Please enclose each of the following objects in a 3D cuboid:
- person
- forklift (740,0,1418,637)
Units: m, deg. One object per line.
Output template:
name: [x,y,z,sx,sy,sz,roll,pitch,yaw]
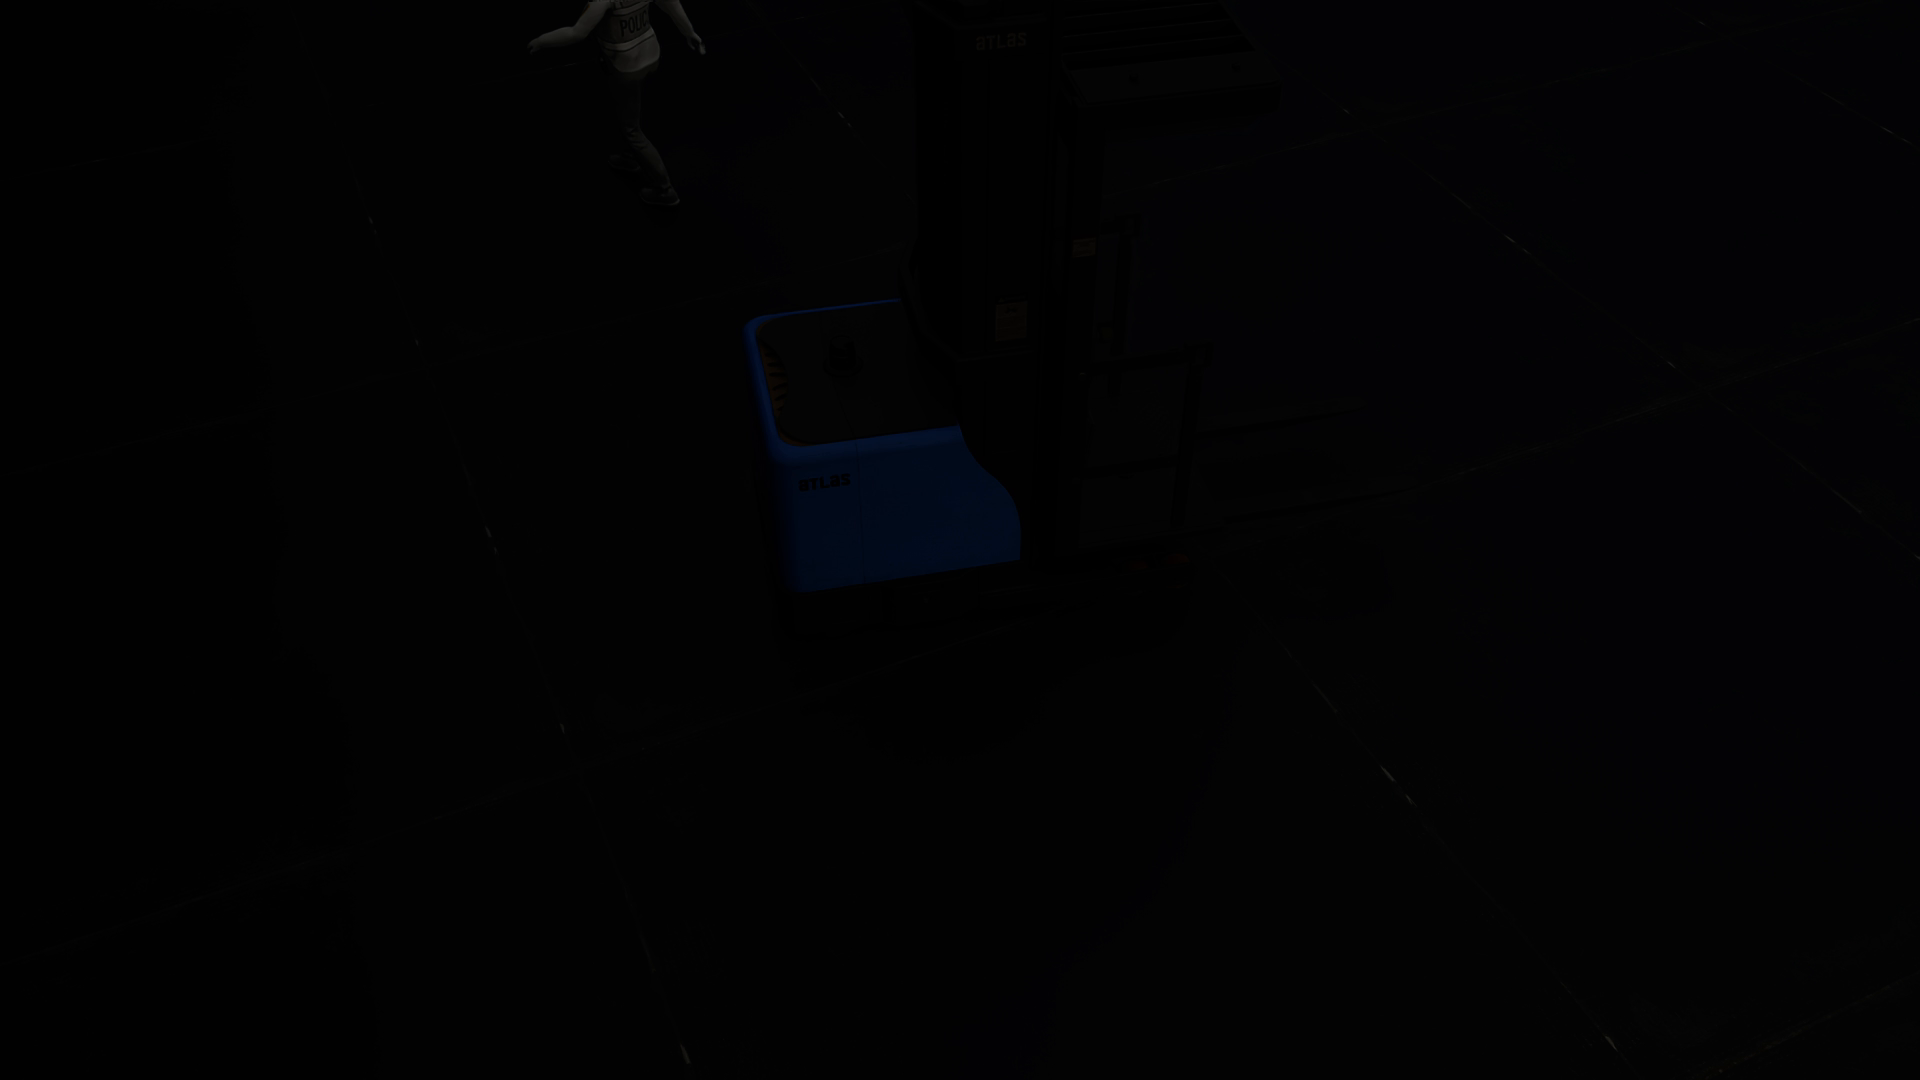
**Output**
person: [-1.927,-2.768,9.593,0.710,1.628,0.893,23,48,23]
forklift: [0.595,-1.165,6.928,3.031,2.935,1.130,-9,44,-9]
